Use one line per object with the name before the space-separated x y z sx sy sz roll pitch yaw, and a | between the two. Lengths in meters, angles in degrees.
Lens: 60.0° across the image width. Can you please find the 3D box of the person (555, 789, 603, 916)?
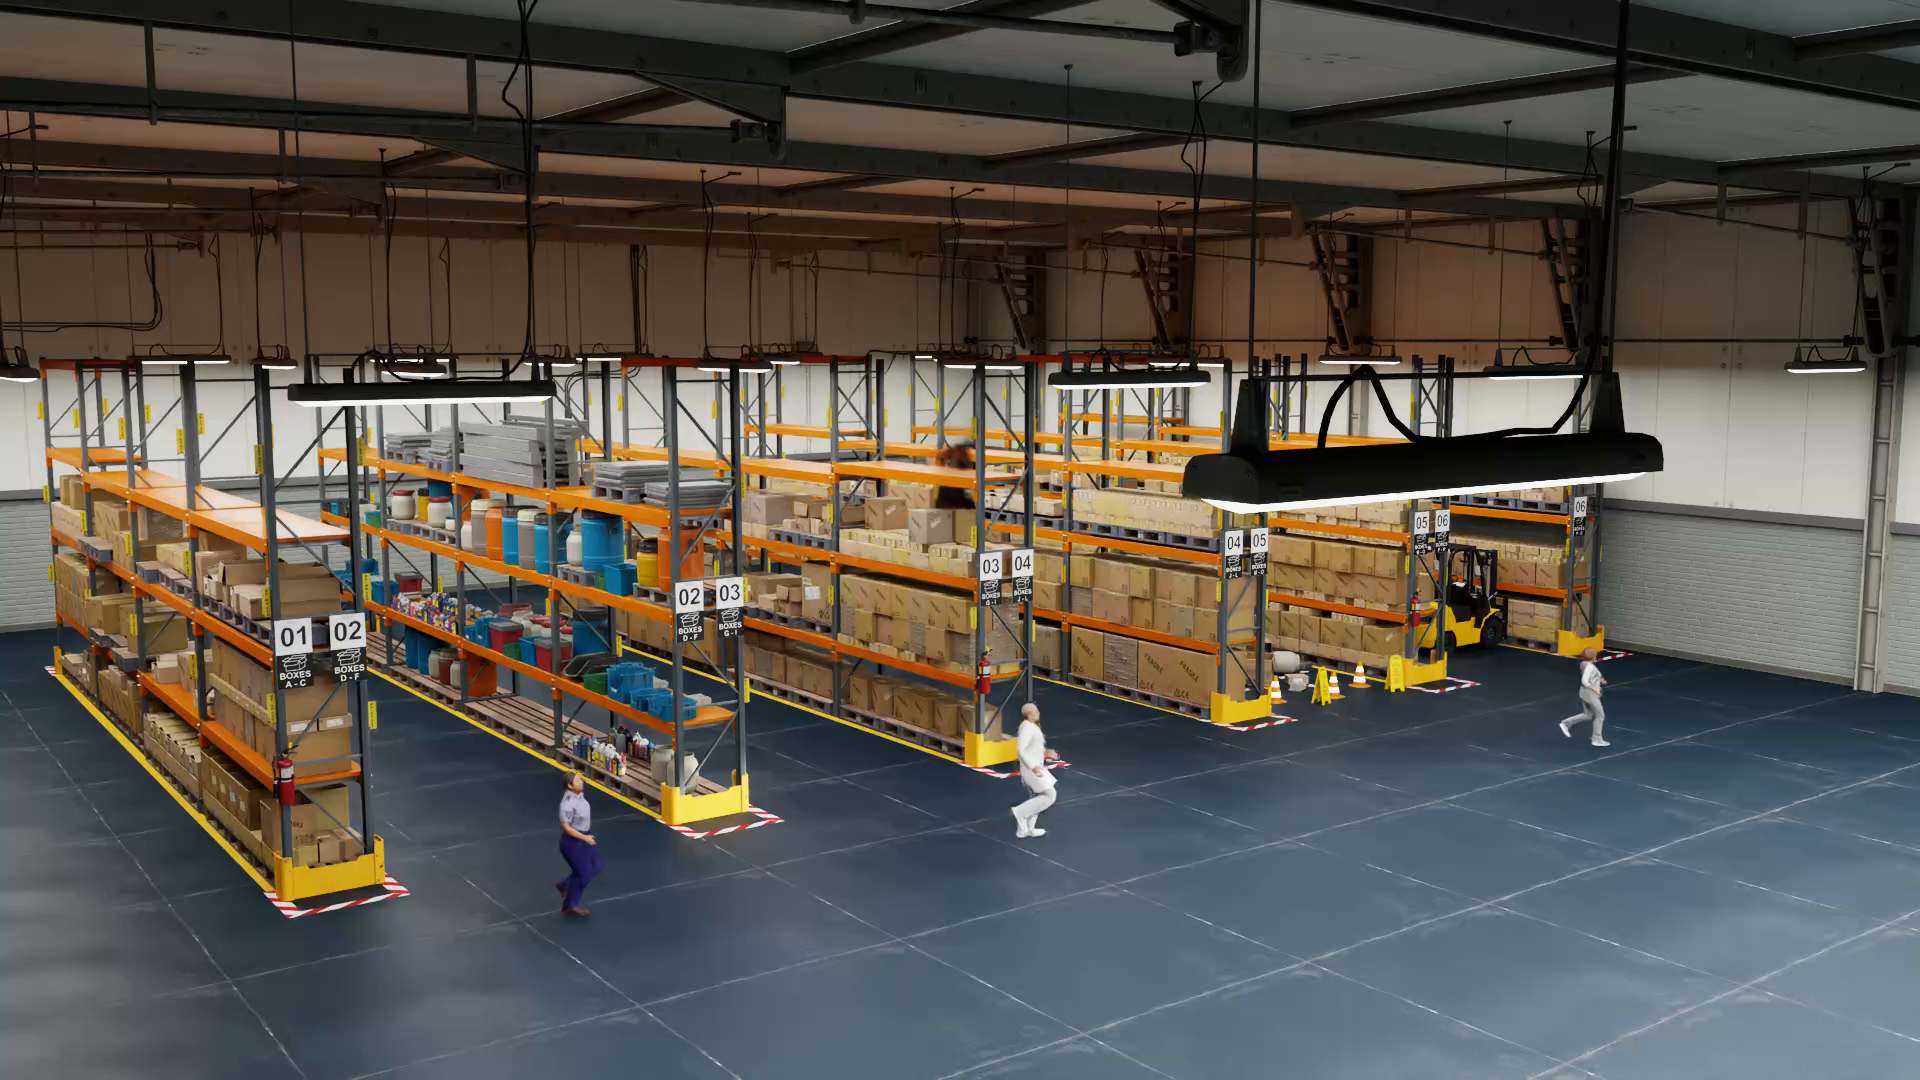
person | -4.238 3.438 18.391 0.517 1.425 0.582 0 7 -3

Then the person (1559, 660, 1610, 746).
person | 9.788 2.552 25.977 0.767 1.341 0.547 1 7 5

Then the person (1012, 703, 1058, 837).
person | 0.960 2.934 21.200 0.624 1.731 0.714 -1 7 -6
